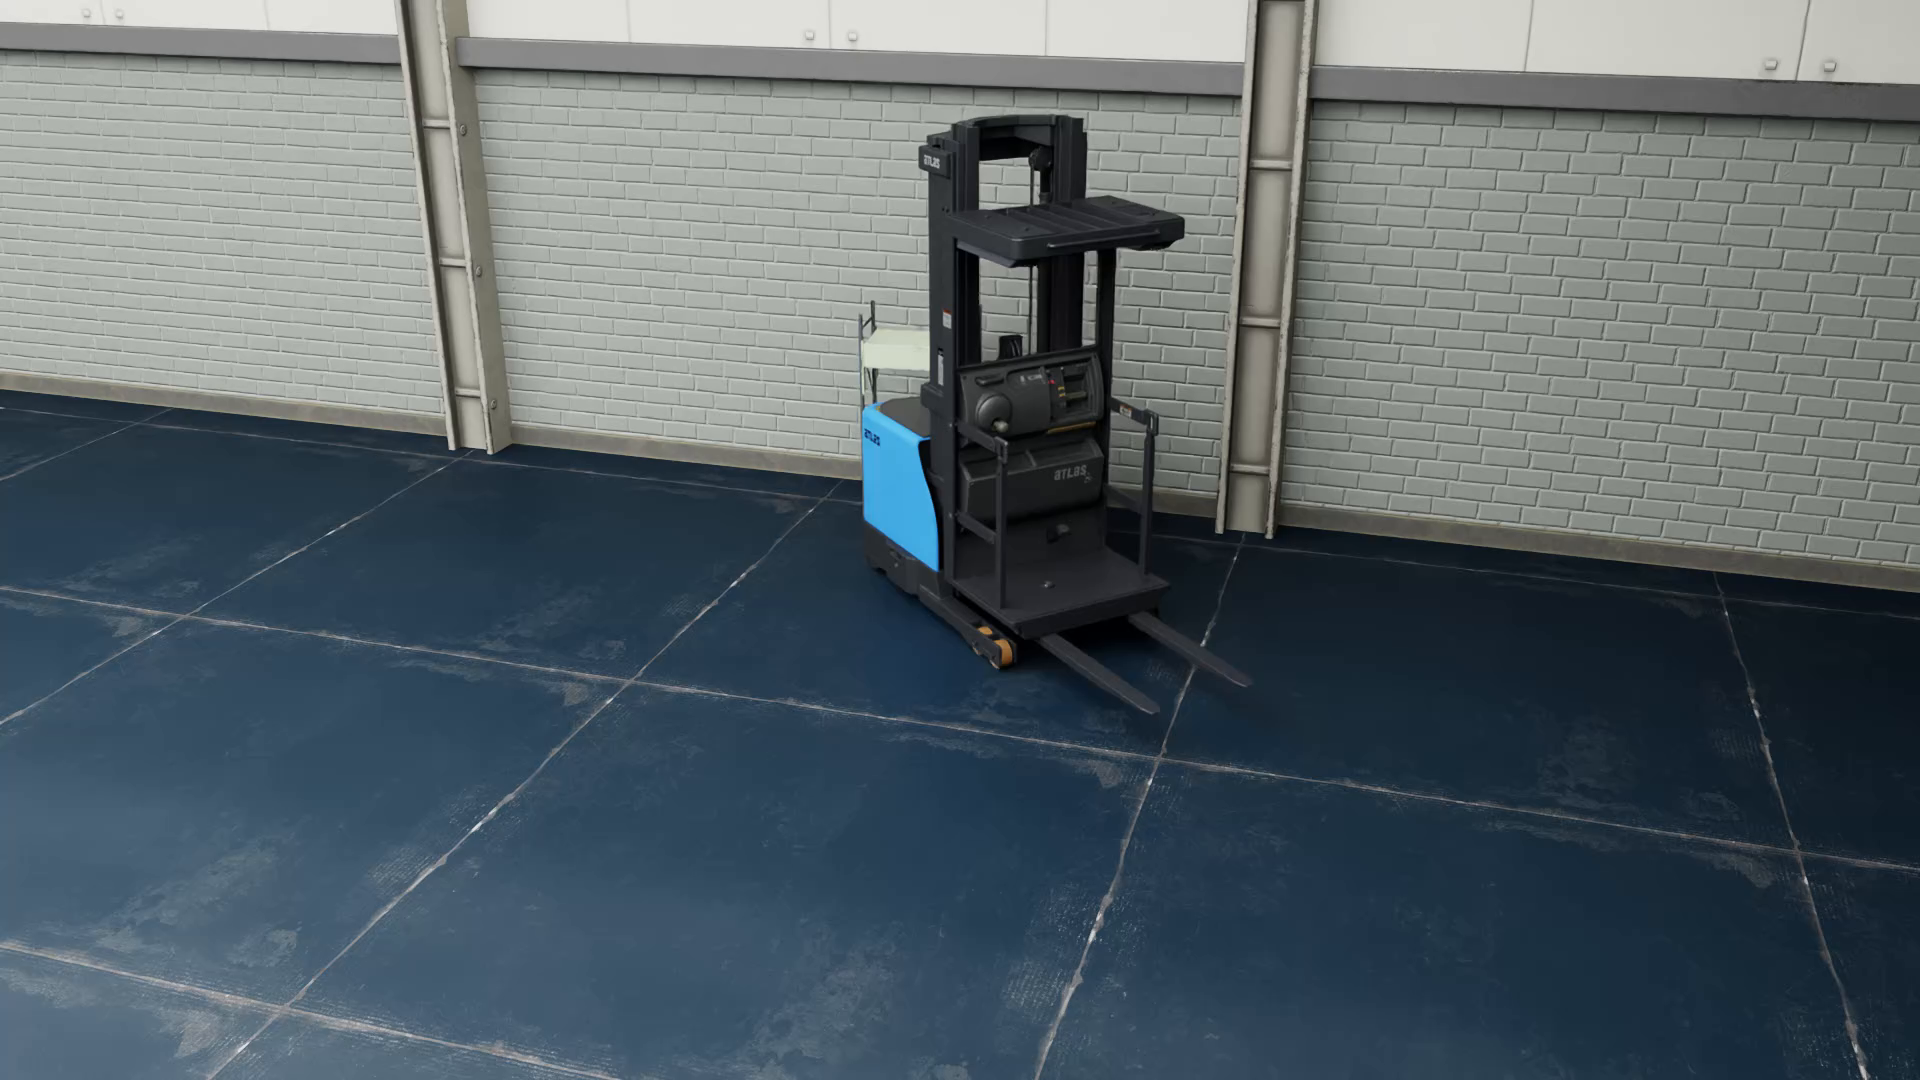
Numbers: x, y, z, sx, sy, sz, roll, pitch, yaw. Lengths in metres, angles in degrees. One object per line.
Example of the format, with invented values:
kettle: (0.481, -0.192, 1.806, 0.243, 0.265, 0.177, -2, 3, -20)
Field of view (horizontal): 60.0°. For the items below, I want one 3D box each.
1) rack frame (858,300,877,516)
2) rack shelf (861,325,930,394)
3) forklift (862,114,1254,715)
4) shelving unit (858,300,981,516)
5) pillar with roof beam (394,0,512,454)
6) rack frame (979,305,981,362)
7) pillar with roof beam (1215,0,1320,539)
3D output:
rack frame: (-0.623, -0.862, 11.395, 0.023, 1.500, 0.400, 4, 23, 10)
rack shelf: (-0.263, -1.198, 11.186, 0.720, 0.370, 0.431, 4, 23, 10)
forklift: (0.527, -0.822, 9.411, 1.130, 2.935, 3.031, -12, 25, -27)
shelving unit: (-0.263, -0.837, 11.334, 0.755, 1.500, 0.431, 4, 23, 10)
pillar with roof beam: (-5.007, -3.341, 7.558, 0.400, 9.000, 9.100, 7, 23, 16)
rack frame: (0.097, -0.812, 11.273, 0.023, 1.500, 0.400, 4, 23, 10)
pillar with roof beam: (0.737, -2.684, 5.955, 0.400, 9.000, 9.100, 7, 23, 16)
